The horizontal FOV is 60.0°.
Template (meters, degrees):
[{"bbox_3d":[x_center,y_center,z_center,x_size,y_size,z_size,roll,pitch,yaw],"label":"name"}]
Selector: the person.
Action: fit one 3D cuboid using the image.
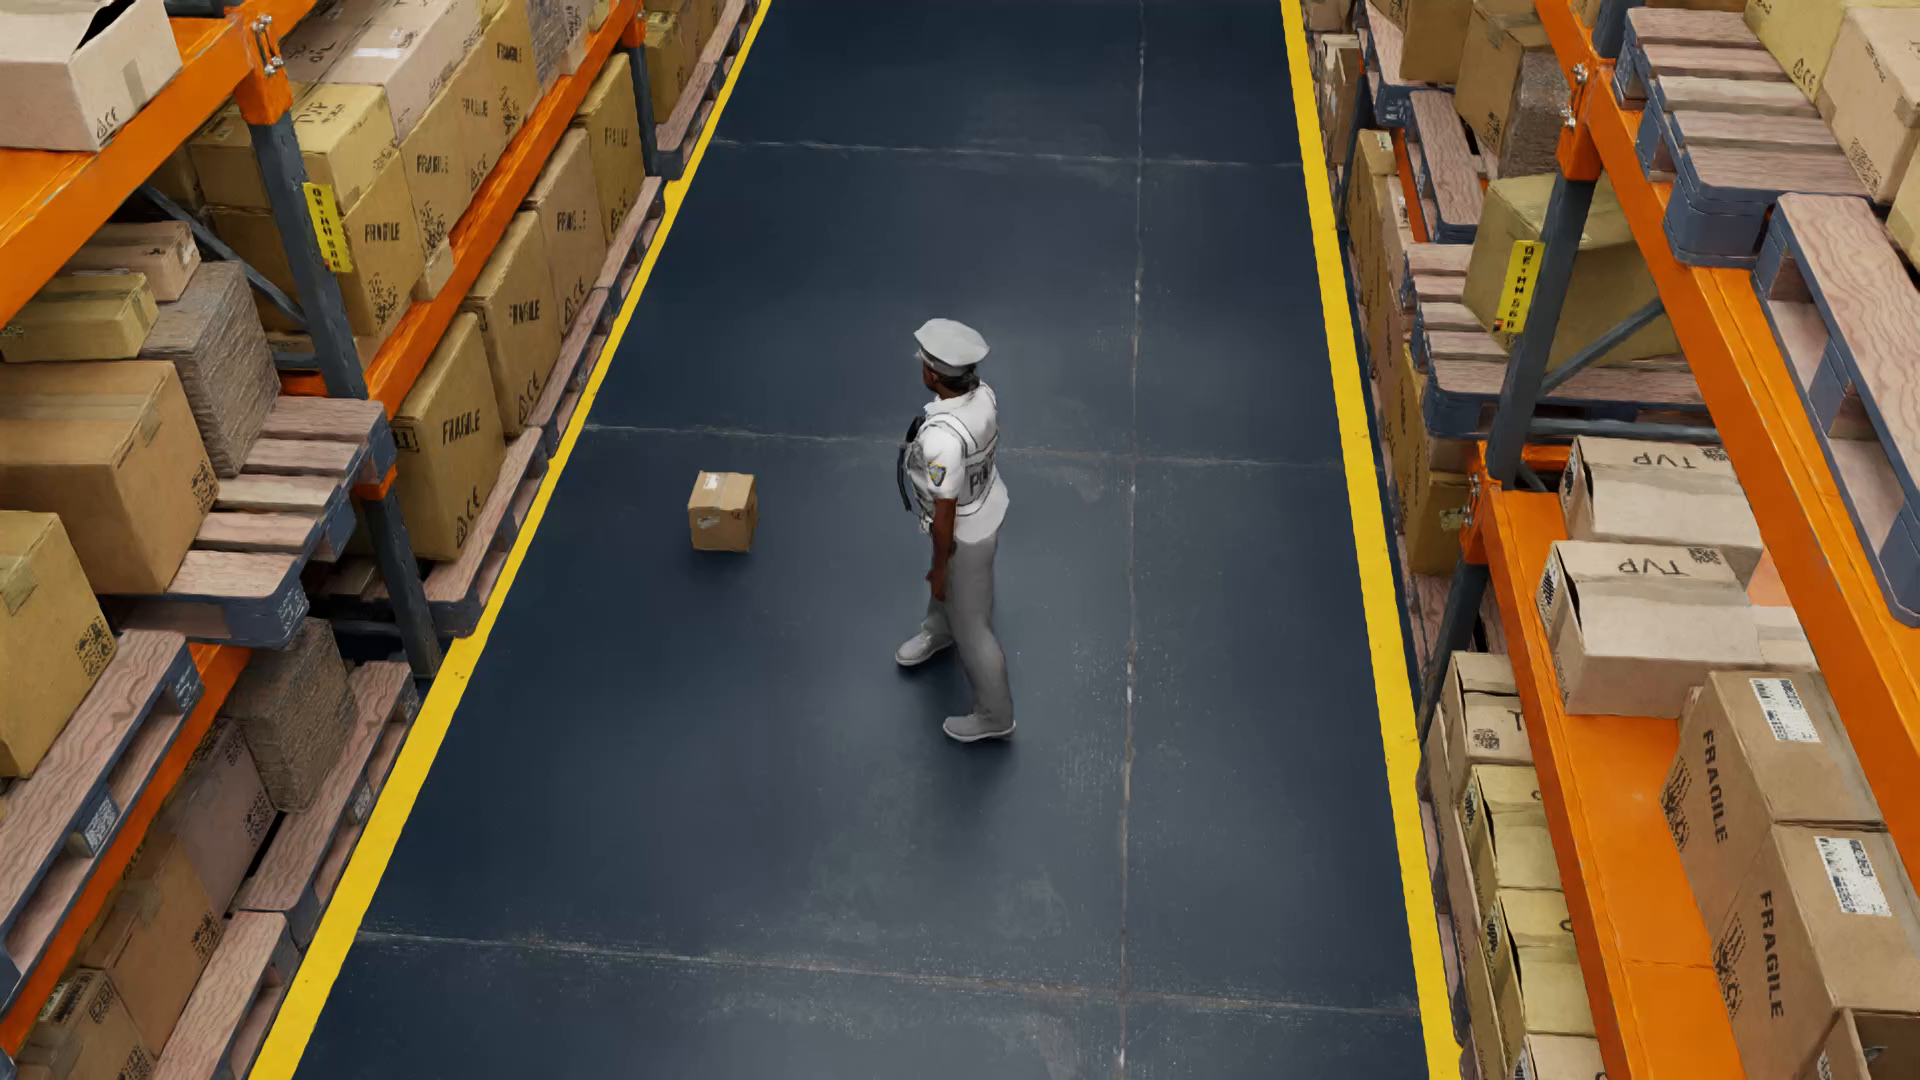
[{"bbox_3d":[-0.009,-0.027,6.204,0.569,1.657,0.572,10,41,12],"label":"person"}]
